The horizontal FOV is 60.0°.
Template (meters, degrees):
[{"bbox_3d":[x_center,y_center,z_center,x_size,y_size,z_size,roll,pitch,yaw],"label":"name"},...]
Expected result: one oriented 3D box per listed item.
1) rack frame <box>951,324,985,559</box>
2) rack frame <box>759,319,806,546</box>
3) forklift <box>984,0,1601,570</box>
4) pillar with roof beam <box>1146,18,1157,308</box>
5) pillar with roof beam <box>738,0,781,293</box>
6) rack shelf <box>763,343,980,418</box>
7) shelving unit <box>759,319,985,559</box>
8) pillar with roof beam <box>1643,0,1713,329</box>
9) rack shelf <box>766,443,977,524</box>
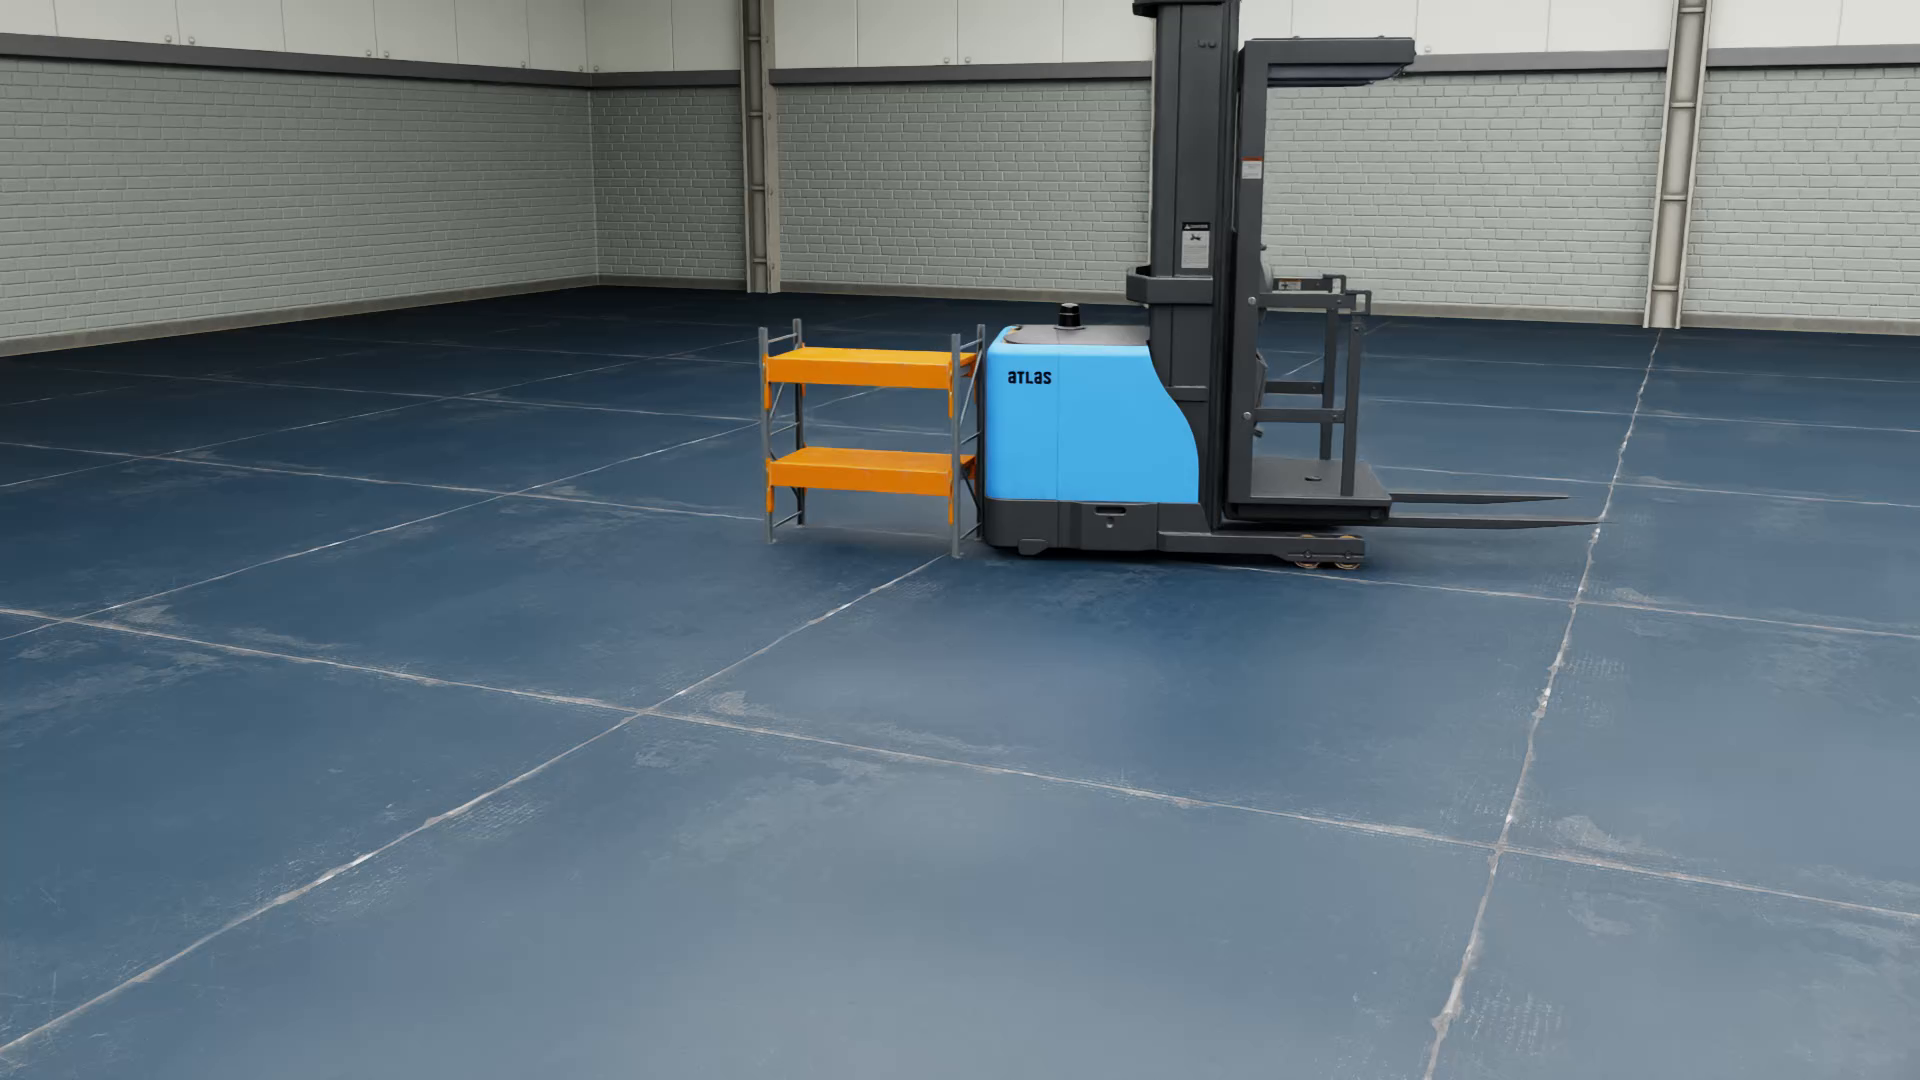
[{"bbox_3d":[0.044,-0.508,8.456,0.032,1.125,0.500,4,14,16],"label":"rack frame"},{"bbox_3d":[-0.930,-0.574,8.740,0.032,1.125,0.500,4,14,16],"label":"rack frame"},{"bbox_3d":[1.672,-1.410,8.346,3.031,2.935,1.130,1,13,6],"label":"forklift"},{"bbox_3d":[0.911,-6.510,16.798,0.400,9.000,9.100,6,14,23],"label":"pillar with roof beam"},{"bbox_3d":[-4.575,-7.065,19.164,0.400,9.000,9.100,6,14,23],"label":"pillar with roof beam"},{"bbox_3d":[-0.443,-0.826,8.531,1.000,0.278,0.538,4,14,16],"label":"rack shelf"},{"bbox_3d":[-0.443,-0.541,8.598,1.048,1.125,0.538,4,14,16],"label":"shelving unit"},{"bbox_3d":[6.397,-5.954,14.432,0.400,9.000,9.100,6,14,23],"label":"pillar with roof beam"},{"bbox_3d":[-0.443,-0.303,8.654,1.000,0.278,0.538,4,14,16],"label":"rack shelf"}]
